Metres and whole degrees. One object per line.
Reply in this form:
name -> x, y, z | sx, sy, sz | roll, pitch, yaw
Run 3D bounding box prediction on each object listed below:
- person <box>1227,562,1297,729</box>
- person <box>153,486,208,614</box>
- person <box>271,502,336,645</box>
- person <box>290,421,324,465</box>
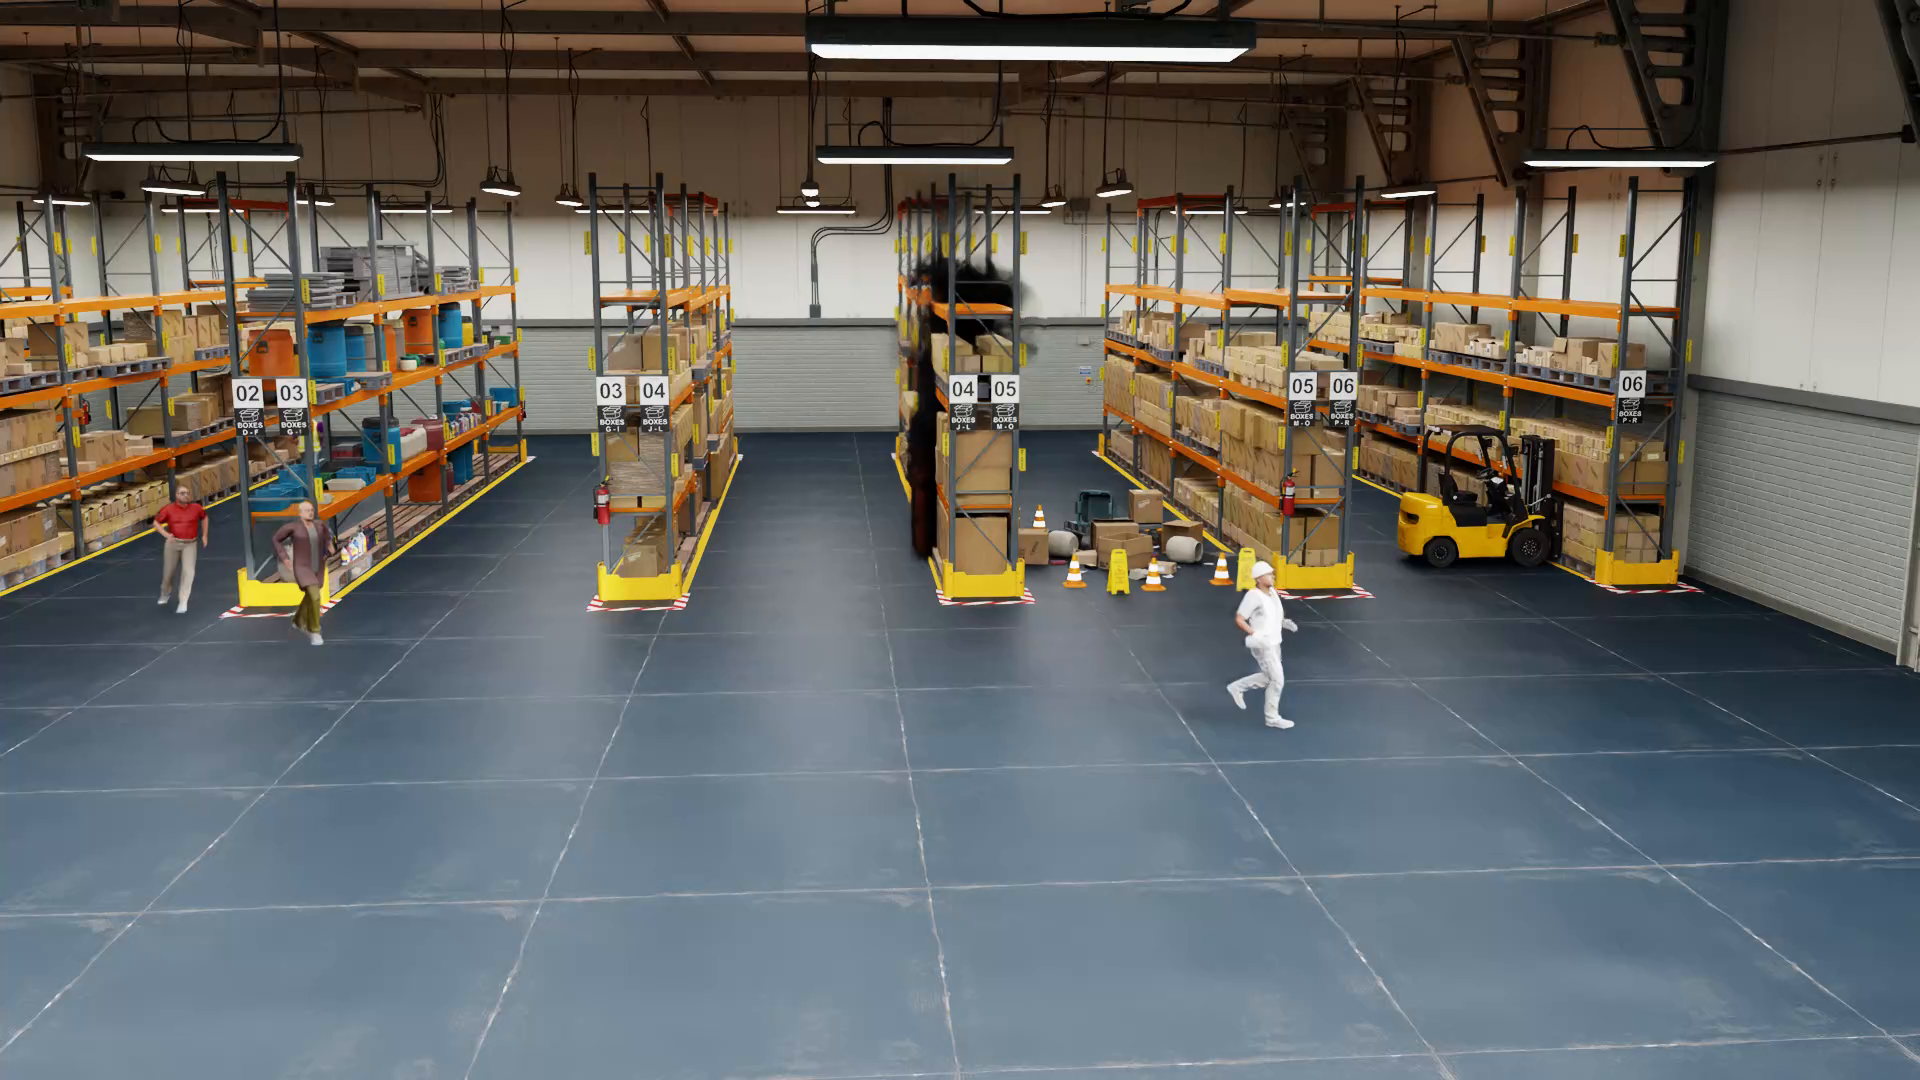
person -> 3.168, 1.091, 17.512 | 0.804, 1.747, 0.694 | 6, 12, 32
person -> -10.855, 0.122, 23.214 | 0.737, 1.765, 0.767 | -5, 11, -27
person -> -8.336, 0.423, 21.300 | 0.849, 1.846, 0.690 | 6, 12, 31
person -> -13.117, -1.762, 33.506 | 0.651, 1.777, 0.952 | -2, 10, -10
